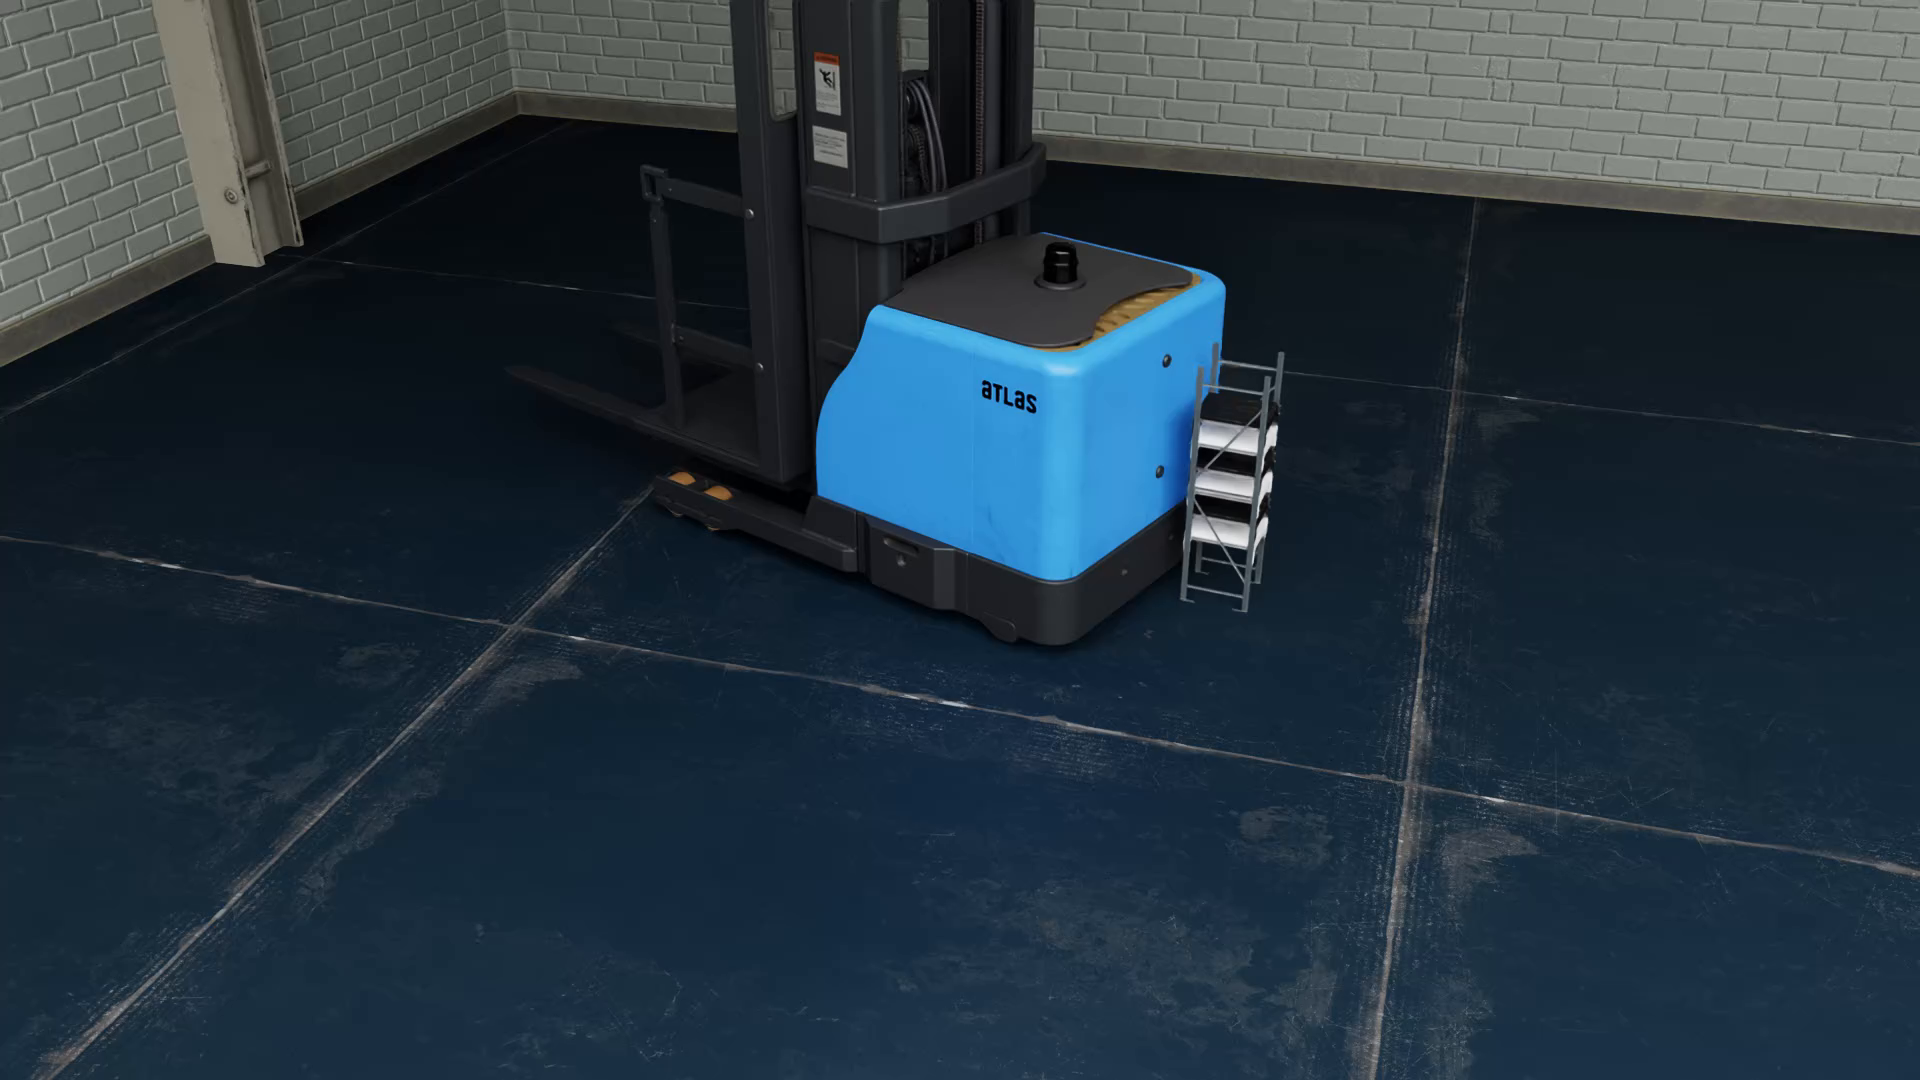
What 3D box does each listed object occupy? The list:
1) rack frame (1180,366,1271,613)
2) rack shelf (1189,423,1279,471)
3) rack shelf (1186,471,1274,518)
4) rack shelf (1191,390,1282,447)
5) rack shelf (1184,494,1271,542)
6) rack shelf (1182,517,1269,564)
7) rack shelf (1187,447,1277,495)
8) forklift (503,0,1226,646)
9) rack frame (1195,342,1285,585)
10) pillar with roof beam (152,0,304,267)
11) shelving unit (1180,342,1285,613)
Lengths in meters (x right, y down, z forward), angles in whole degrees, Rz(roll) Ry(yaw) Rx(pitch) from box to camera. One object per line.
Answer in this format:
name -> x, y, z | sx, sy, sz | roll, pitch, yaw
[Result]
rack frame -> 0.887, -0.156, 5.599 | 0.240, 0.900, 0.006 | 11, 32, 19
rack shelf -> 0.924, -0.330, 5.606 | 0.258, 0.077, 0.200 | 11, 32, 19
rack shelf -> 0.925, -0.175, 5.697 | 0.258, 0.077, 0.200 | 11, 32, 19
rack shelf -> 0.924, -0.408, 5.561 | 0.258, 0.077, 0.200 | 11, 32, 19
rack shelf -> 0.925, -0.097, 5.743 | 0.258, 0.077, 0.200 | 11, 32, 19
rack shelf -> 0.925, -0.020, 5.788 | 0.258, 0.077, 0.200 | 11, 32, 19
rack shelf -> 0.924, -0.253, 5.652 | 0.258, 0.077, 0.200 | 11, 32, 19
forklift -> -0.553, -1.499, 5.930 | 3.031, 2.935, 1.130 | 21, 35, 32
rack frame -> 0.962, -0.252, 5.762 | 0.240, 0.900, 0.006 | 11, 32, 19
pillar with roof beam -> 0.289, -4.887, 5.778 | 9.100, 9.000, 0.400 | 8, 30, 15
shelving unit -> 0.925, -0.204, 5.680 | 0.258, 0.900, 0.210 | 11, 32, 19
